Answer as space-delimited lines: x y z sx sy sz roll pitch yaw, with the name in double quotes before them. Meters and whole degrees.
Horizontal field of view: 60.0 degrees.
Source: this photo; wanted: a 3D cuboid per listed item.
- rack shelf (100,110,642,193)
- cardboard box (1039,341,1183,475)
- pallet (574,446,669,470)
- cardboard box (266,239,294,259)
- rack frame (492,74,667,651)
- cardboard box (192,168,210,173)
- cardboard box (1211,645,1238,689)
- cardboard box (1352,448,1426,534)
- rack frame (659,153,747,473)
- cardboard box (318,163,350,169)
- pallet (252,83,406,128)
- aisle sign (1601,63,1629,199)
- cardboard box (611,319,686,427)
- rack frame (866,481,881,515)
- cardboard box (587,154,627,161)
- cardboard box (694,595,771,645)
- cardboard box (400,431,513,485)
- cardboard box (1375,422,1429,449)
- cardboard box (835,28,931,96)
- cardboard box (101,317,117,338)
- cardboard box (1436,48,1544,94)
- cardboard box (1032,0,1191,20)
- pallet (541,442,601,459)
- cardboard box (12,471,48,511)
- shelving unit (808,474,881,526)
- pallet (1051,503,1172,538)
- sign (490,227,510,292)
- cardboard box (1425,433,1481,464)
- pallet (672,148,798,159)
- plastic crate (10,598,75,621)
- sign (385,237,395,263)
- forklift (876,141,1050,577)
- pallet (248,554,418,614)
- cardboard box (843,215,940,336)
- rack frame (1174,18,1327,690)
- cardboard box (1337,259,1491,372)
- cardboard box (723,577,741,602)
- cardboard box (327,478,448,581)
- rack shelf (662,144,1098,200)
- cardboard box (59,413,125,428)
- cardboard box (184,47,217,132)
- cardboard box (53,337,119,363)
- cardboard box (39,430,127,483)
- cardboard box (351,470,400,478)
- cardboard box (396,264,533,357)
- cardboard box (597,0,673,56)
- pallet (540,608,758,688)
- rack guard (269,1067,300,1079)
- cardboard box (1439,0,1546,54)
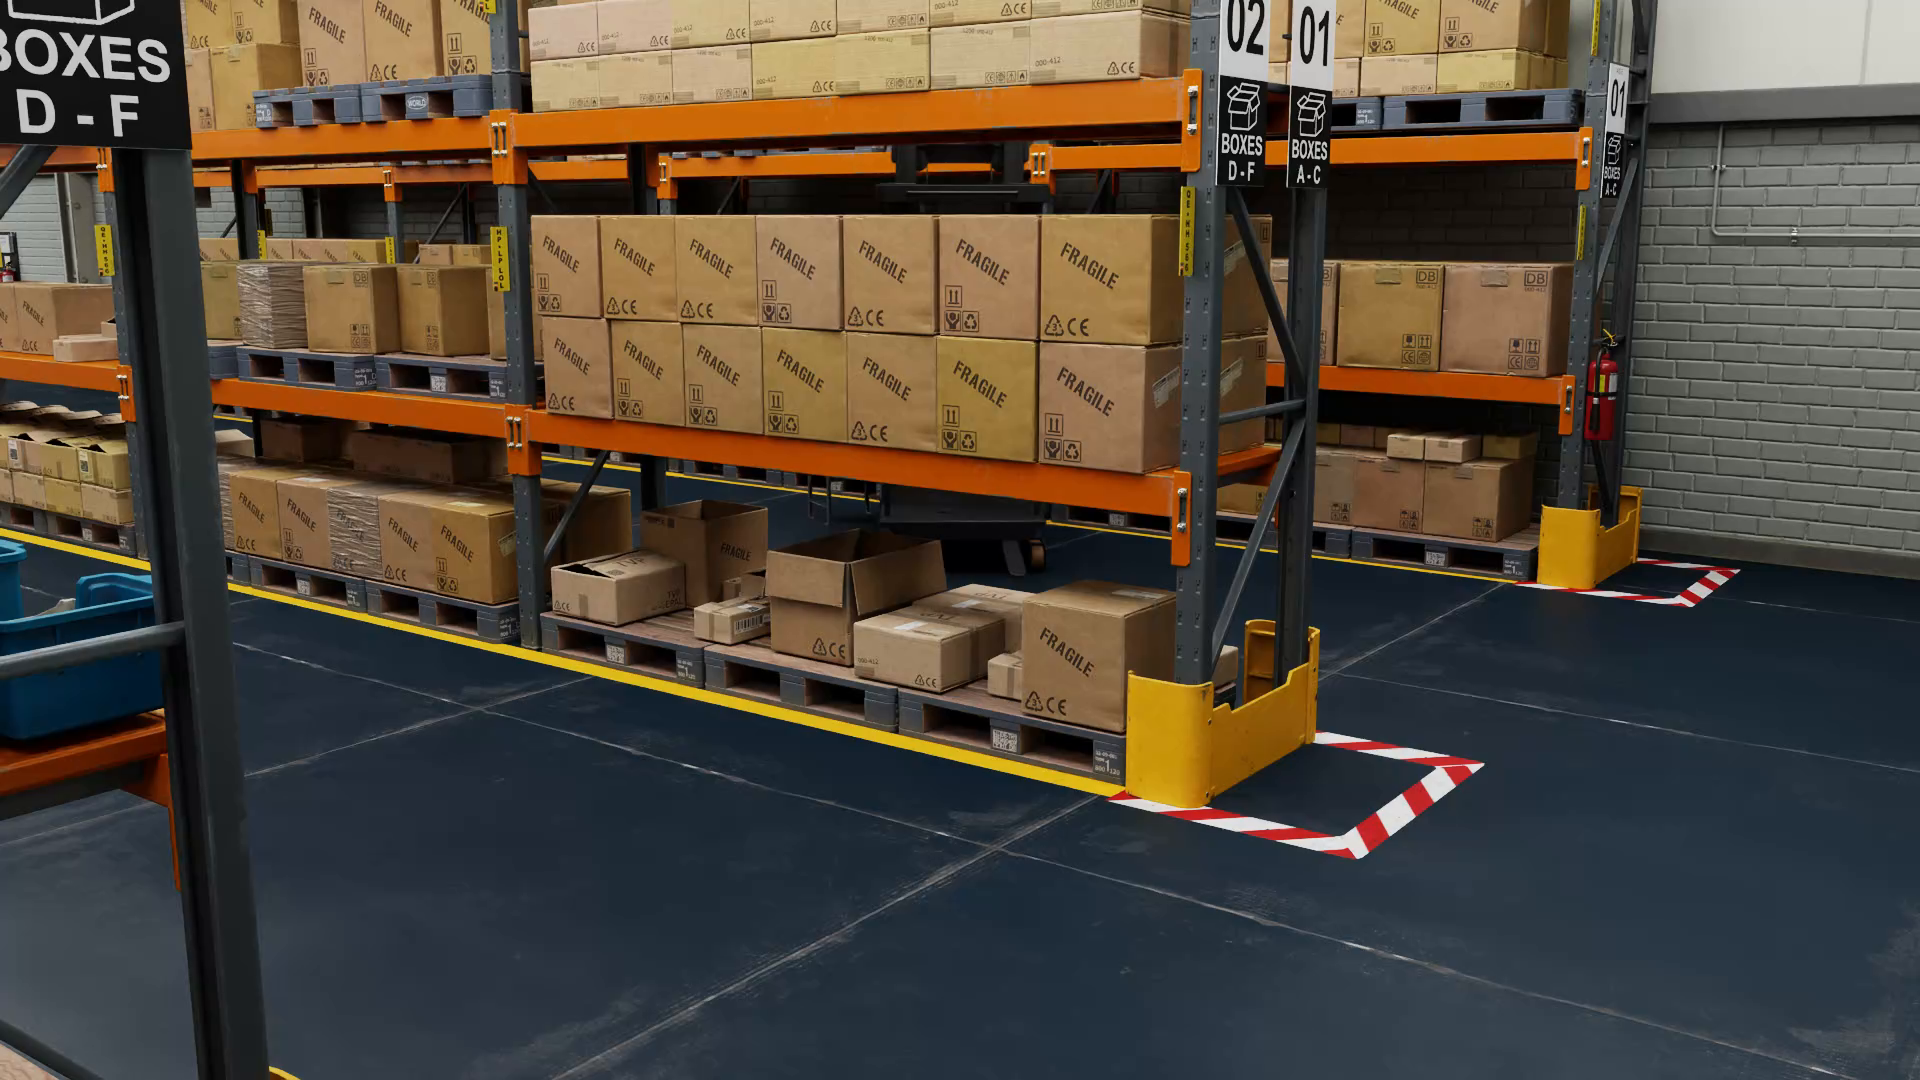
"rack shelf" -3.646 -2.302 10.030 4.000 0.370 1.077 8 13 36
"cardboard box" 0.668 -0.566 6.795 0.500 0.500 0.500 8 14 37
"pallet" -2.957 -0.886 16.051 1.213 0.211 1.003 8 13 36
"cardboard box" -7.341 -3.098 18.515 0.500 0.500 0.500 8 14 37
"rack frame" -2.033 -0.958 9.084 0.127 3.000 1.000 8 13 36
"cardboard box" -8.655 -4.522 19.292 0.500 0.500 0.500 8 14 37
"cardboard box" 1.056 0.576 7.504 0.250 0.149 0.380 8 13 36
"cardboard box" 3.093 -0.366 11.498 0.500 0.500 0.700 8 13 35
"rack frame" -2.328 -2.166 15.331 0.127 3.000 1.000 8 13 36
"cardboard box" -6.506 -4.226 17.761 0.500 0.500 0.500 7 13 31
"pallet" -3.355 -2.539 9.852 1.003 0.211 1.213 8 13 36
"aisle sign" 4.000 -2.489 10.156 0.004 0.787 0.394 8 13 36
"cardboard box" -1.369 -0.851 8.268 0.500 0.500 0.500 8 14 37
"rack frame" -0.645 -1.211 12.758 0.015 2.100 0.400 -6 12 -27
"cardboard box" -3.069 -3.645 15.257 0.500 0.311 0.500 8 13 36
"cardboard box" -1.120 0.393 8.402 0.250 0.166 0.380 8 13 36
"cardboard box" -3.085 -0.519 10.264 0.500 0.250 0.500 8 14 36
"cardboard box" 3.105 -0.729 11.671 0.250 0.149 0.380 8 14 36
"cardboard box" -0.187 -2.037 7.158 0.500 0.250 0.500 8 13 36
"cardboard box" -5.864 -1.494 12.090 0.500 0.311 0.500 8 13 35
"cardboard box" 3.372 -2.963 10.577 0.500 0.250 0.500 8 14 37
"cardboard box" 0.626 -2.172 6.538 0.500 0.250 0.500 8 13 36
"pallet" -3.937 -1.023 16.761 1.213 0.211 1.003 8 13 36
"cardboard box" -6.647 -0.400 12.334 0.500 0.250 0.500 8 14 37
"shelving unit" -0.861 -1.189 12.646 0.503 2.100 0.431 -6 12 -27
"pallet" 1.462 -0.250 12.767 1.213 0.211 1.003 8 13 36
"sign" -2.359 -1.441 8.533 0.005 0.325 0.100 8 13 36
"cardboard box" 3.285 -0.614 11.076 0.250 0.149 0.380 8 13 35
"pallet" -1.778 -3.482 14.732 1.003 0.211 1.213 9 14 38
"plastic crate" -1.958 0.223 3.517 0.298 0.136 0.250 8 13 36
"sign" -5.867 -2.957 17.139 0.005 0.325 0.100 8 13 36
"forklift" 0.009 -1.297 11.015 1.130 2.935 3.031 0 11 -1
"pallet" -3.699 0.188 10.500 1.213 0.211 1.003 8 13 36
"cardboard box" -0.159 -1.170 7.287 0.500 0.500 0.500 8 14 37
"rack frame" 1.191 -0.508 6.760 0.127 3.000 1.000 8 13 36
"cardboard box" 3.110 -1.550 11.356 0.700 0.700 0.980 8 13 35
"cardboard box" -1.069 0.279 9.036 0.250 0.149 0.380 8 13 36
"cardboard box" -3.398 -0.072 9.926 0.500 0.500 0.500 8 14 36
"rack shelf" -0.716 -3.061 13.952 4.000 0.370 1.077 8 13 36
"cardboard box" -6.759 -0.816 13.009 0.500 0.311 0.500 8 13 35
"cardboard box" -4.475 -2.828 10.591 0.500 0.500 0.910 8 13 36
"cardboard box" -6.146 -1.343 11.737 0.250 0.149 0.380 8 13 36
"cardboard box" -6.248 -0.618 11.983 0.500 0.311 0.500 8 13 35
"cardboard box" -3.521 -0.211 10.646 0.500 0.500 0.500 7 13 33
"cardboard box" -2.875 -1.368 9.837 0.700 0.500 0.500 -11 15 -44
"cardboard box" -1.385 -2.454 7.998 0.500 0.250 0.500 8 13 36
"pallet" -1.481 0.489 8.949 1.213 0.211 1.003 8 13 36
"rack guard" -1.717 1.478 3.076 0.348 0.500 1.175 8 13 36
"cardboard box" 3.368 -3.330 10.500 0.500 0.500 0.500 8 13 35
